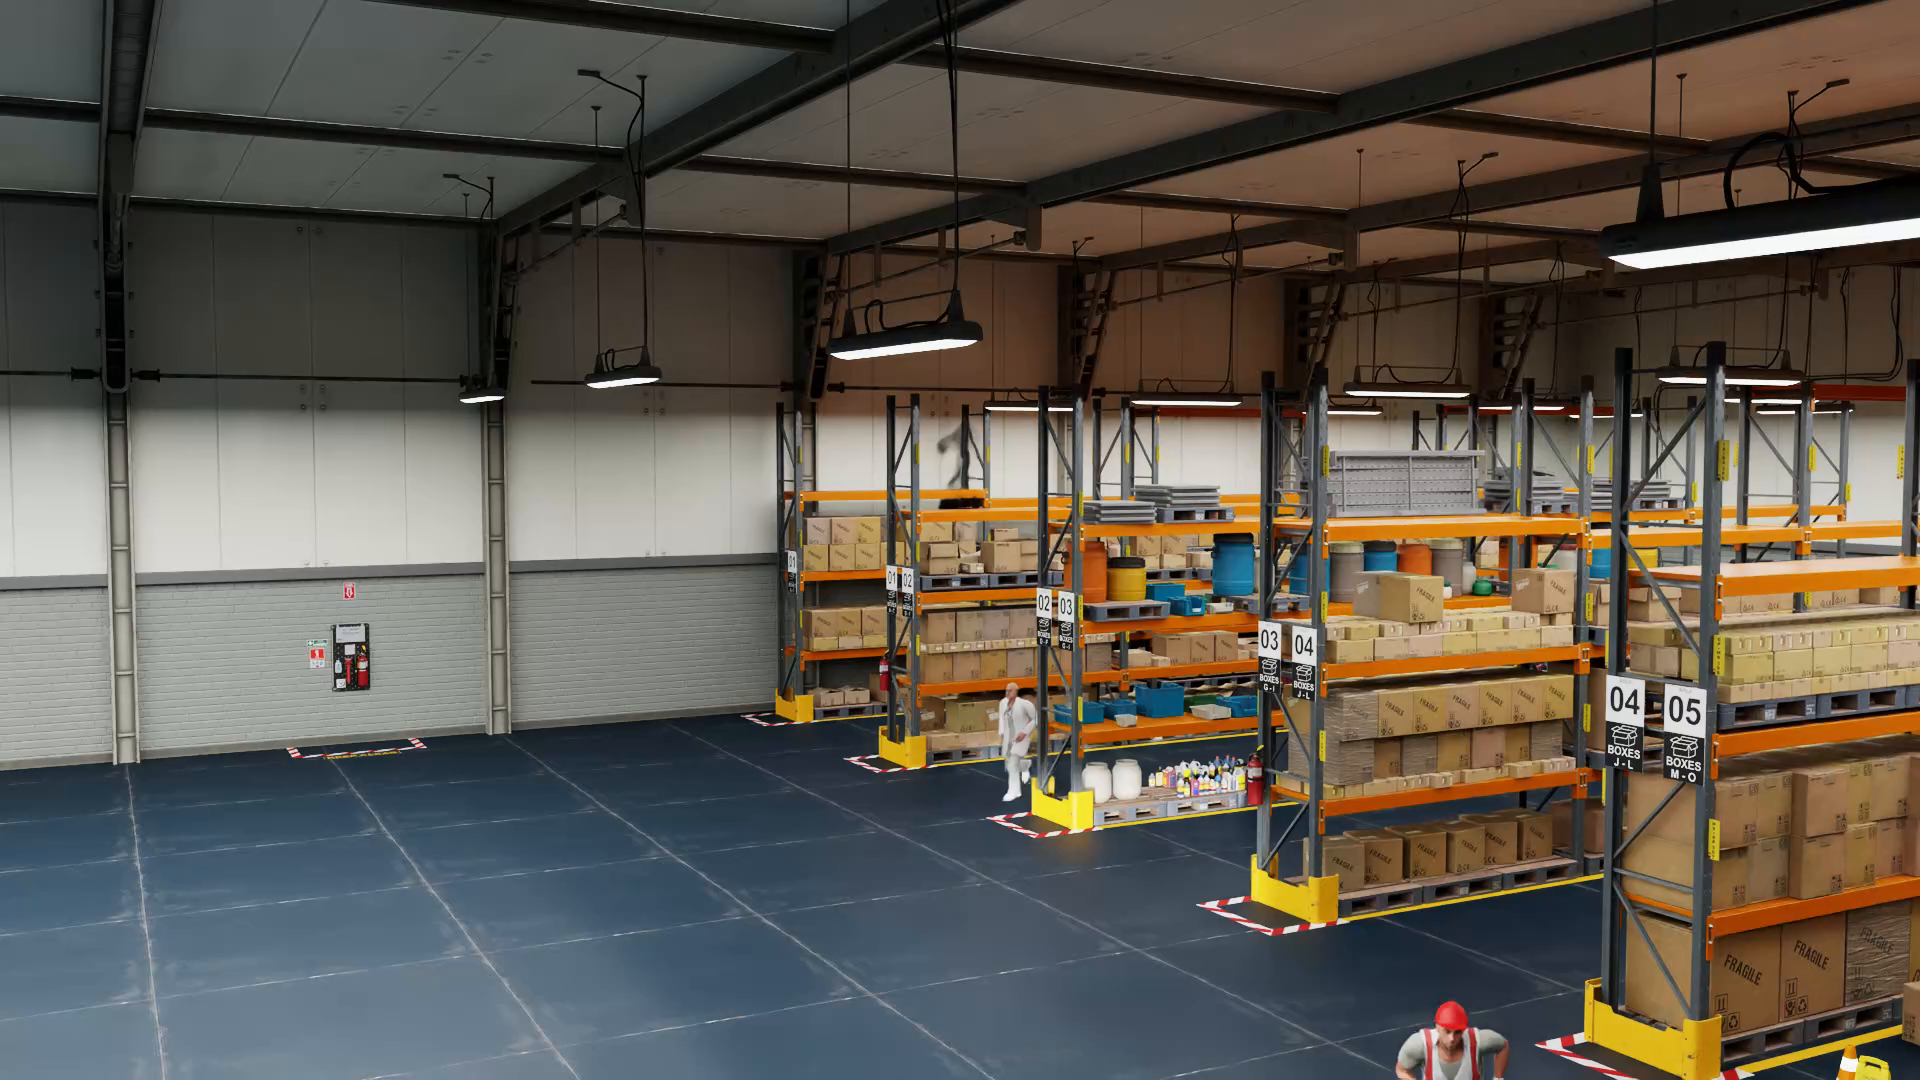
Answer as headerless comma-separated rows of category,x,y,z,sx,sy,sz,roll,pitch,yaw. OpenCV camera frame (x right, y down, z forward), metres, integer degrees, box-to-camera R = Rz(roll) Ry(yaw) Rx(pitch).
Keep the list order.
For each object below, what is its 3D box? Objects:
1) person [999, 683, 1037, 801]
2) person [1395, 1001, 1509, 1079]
person,0.872,2.926,24.403,0.722,1.701,0.704,2,4,34
person,3.168,3.654,10.740,0.704,1.586,1.023,1,3,13
